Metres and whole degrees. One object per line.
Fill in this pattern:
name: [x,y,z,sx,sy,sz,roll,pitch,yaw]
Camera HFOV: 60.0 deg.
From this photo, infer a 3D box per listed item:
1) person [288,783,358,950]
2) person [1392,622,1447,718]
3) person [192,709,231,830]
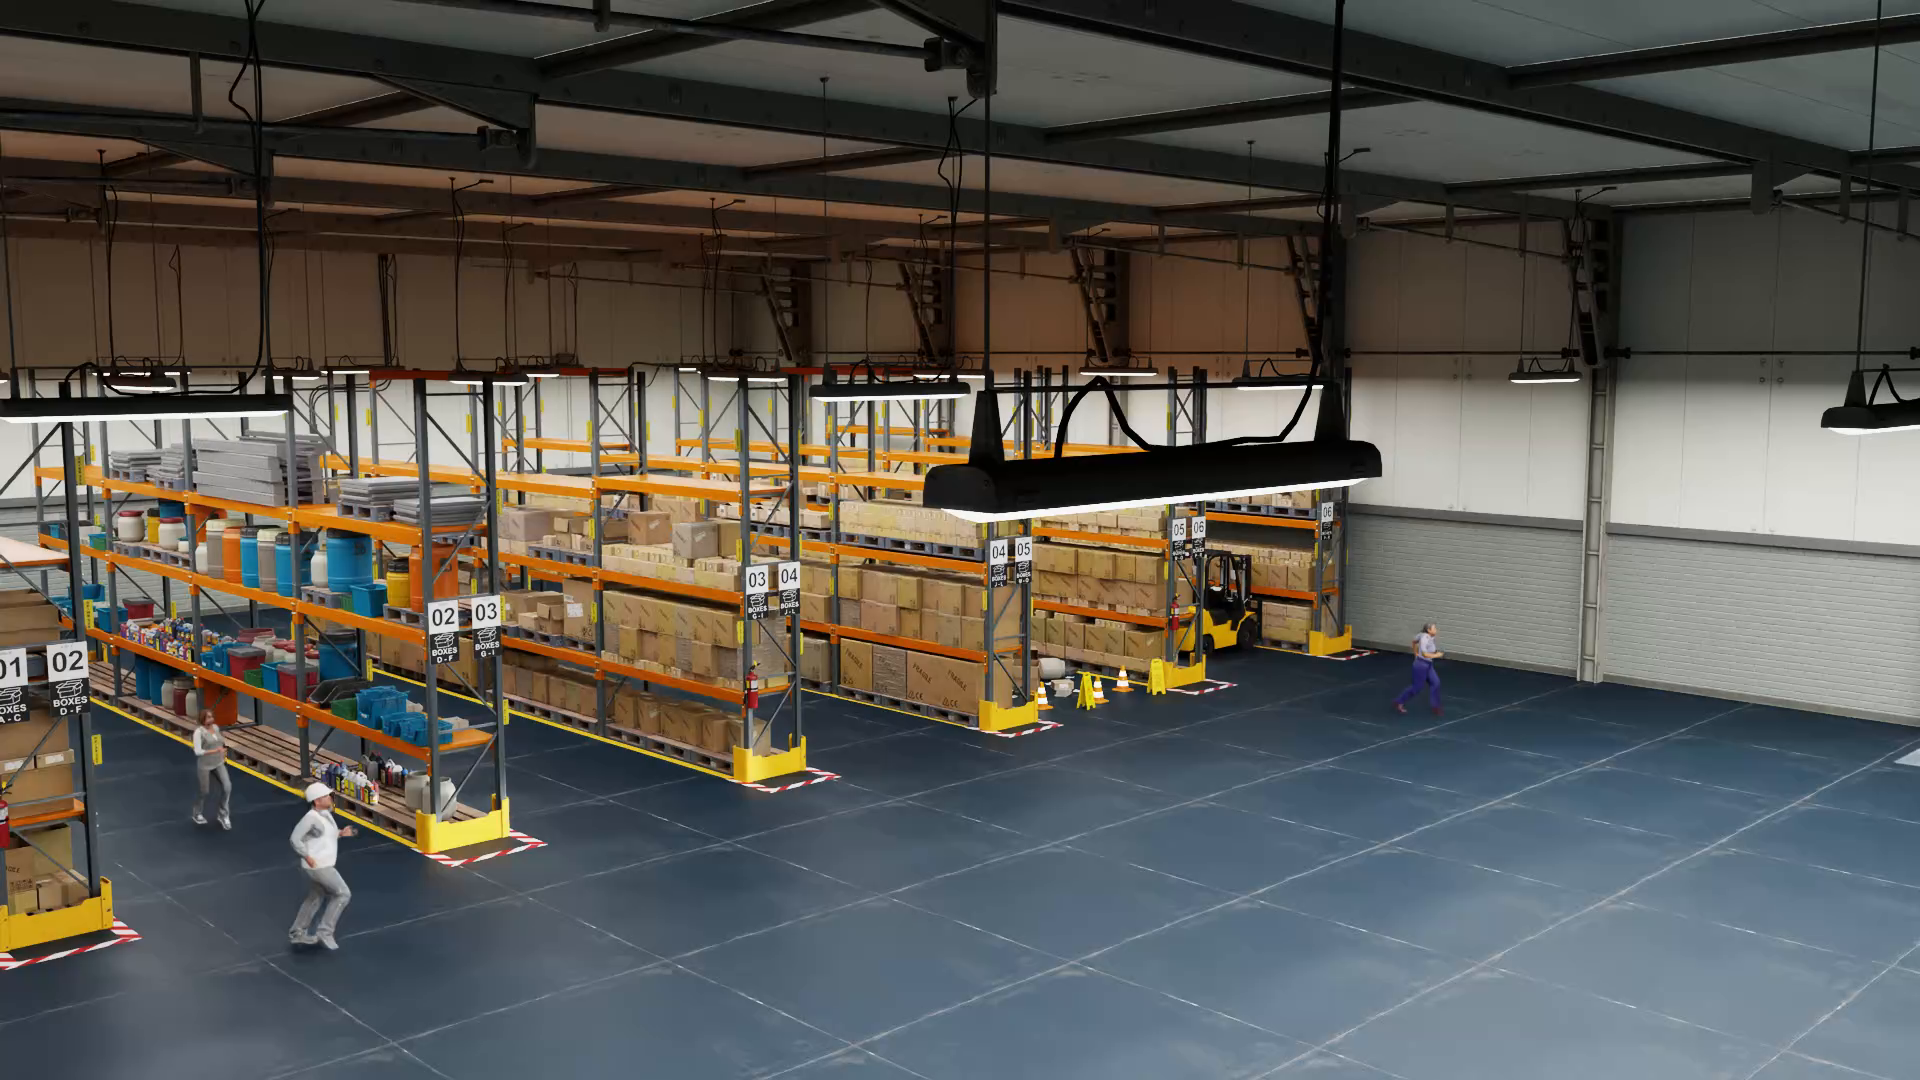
person: [-6.801,3.473,17.734,0.734,1.813,0.628,-2,7,-17]
person: [8.025,2.261,28.969,0.931,1.686,0.627,2,7,18]
person: [-9.959,3.044,22.096,0.711,1.638,0.504,4,8,32]
